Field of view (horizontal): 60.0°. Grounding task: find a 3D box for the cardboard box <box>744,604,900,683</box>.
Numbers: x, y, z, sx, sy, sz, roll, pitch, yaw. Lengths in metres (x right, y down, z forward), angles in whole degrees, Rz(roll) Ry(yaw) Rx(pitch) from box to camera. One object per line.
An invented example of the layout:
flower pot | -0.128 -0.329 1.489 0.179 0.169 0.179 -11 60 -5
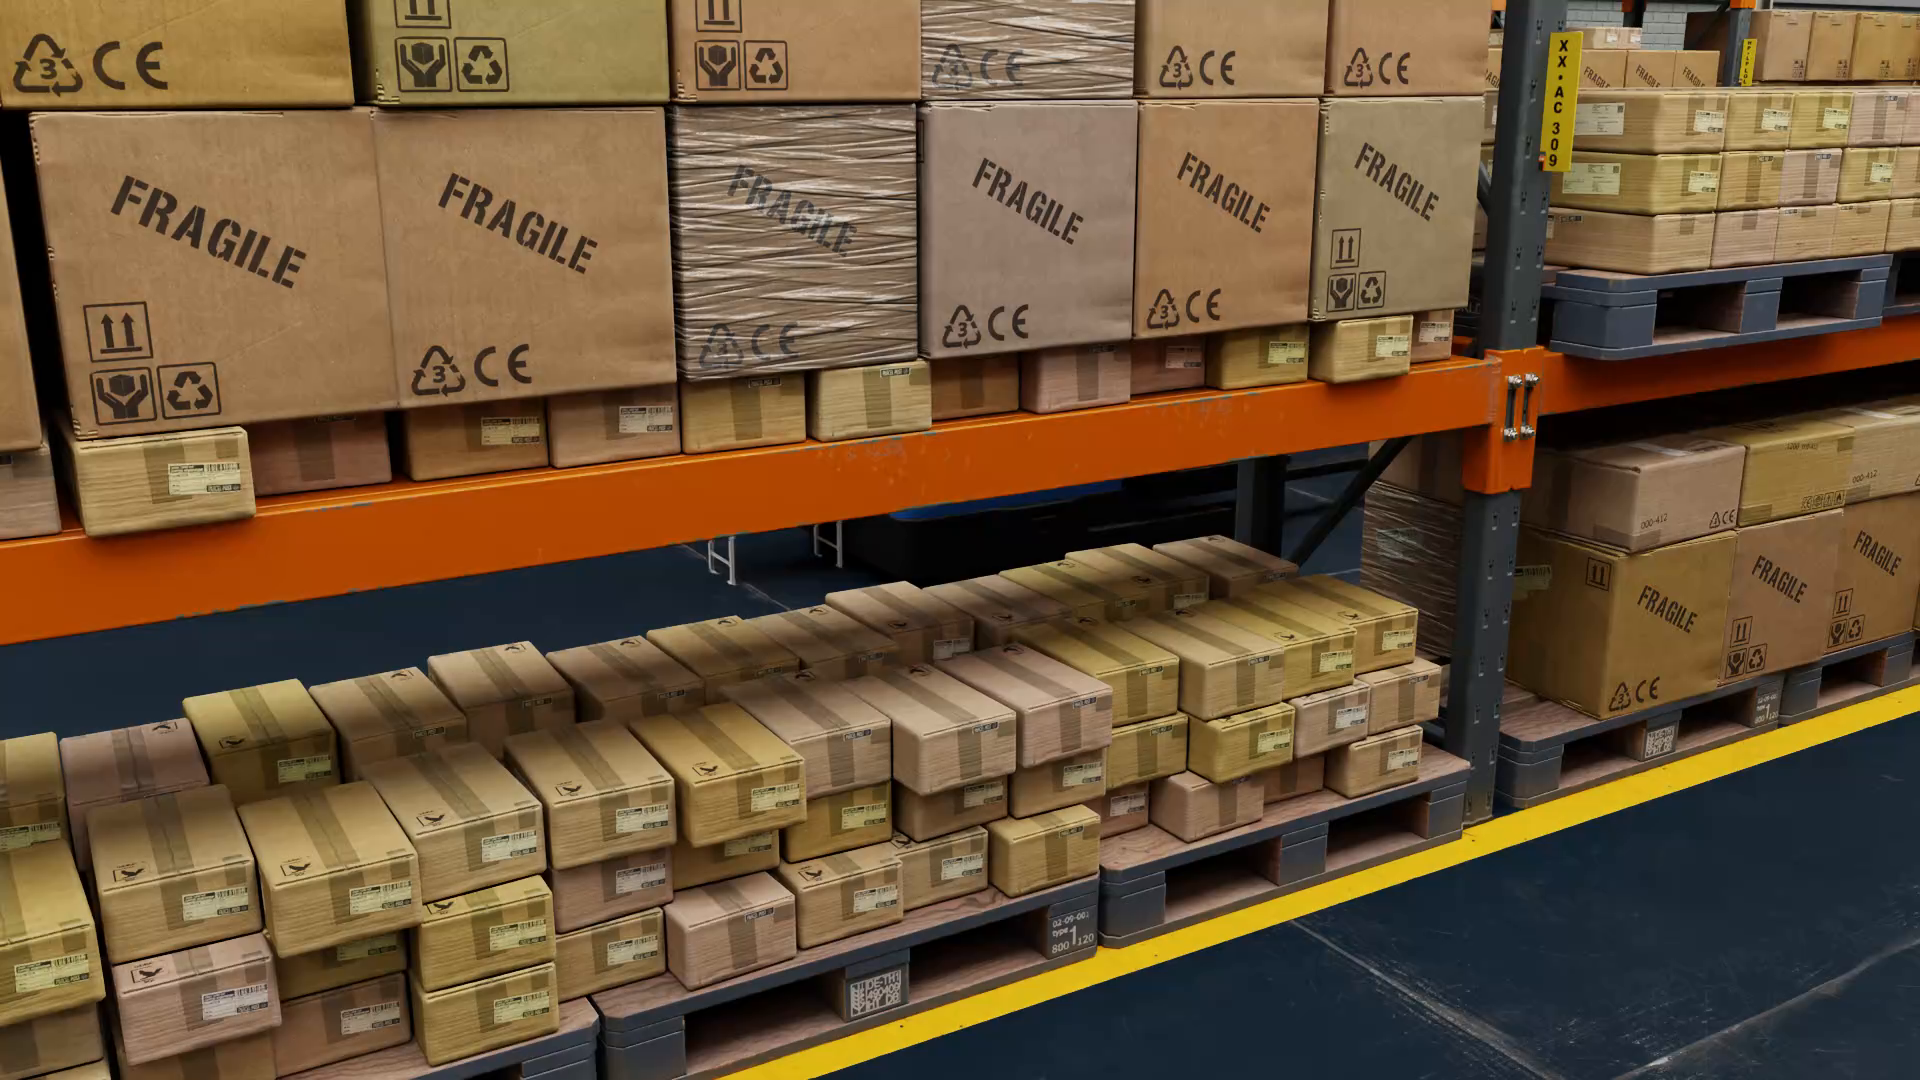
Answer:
cardboard box | -0.353 0.300 4.185 0.250 0.149 0.380 -10 19 -32

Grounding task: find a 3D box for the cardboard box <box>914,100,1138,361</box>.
cardboard box | 0.028 -0.689 3.573 0.500 0.500 0.500 -9 18 -30

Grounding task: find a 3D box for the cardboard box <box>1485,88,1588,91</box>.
cardboard box | 1.643 -1.277 4.992 0.250 0.149 0.380 -10 18 -31

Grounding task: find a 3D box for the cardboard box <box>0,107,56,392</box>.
cardboard box | -1.562 -0.598 3.251 0.500 0.500 0.500 -10 18 -31

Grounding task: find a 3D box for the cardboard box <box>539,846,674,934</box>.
cardboard box | -0.795 0.650 3.485 0.250 0.149 0.380 -10 19 -32

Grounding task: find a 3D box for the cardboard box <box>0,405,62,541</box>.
cardboard box | -1.615 -0.108 2.702 0.250 0.149 0.380 -8 18 -28

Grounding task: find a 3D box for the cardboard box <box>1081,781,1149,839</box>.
cardboard box | 0.262 0.610 4.179 0.250 0.149 0.380 -10 18 -31

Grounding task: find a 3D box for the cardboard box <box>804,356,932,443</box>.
cardboard box | -0.258 -0.322 3.466 0.250 0.149 0.380 -9 18 -29

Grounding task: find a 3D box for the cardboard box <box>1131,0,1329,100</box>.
cardboard box | 0.466 -1.242 3.696 0.500 0.500 0.500 -10 18 -31

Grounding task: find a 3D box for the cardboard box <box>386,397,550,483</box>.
cardboard box | -0.961 -0.233 3.147 0.250 0.149 0.380 -9 18 -30

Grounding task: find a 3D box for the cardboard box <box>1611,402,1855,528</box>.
cardboard box | 2.395 -0.246 5.195 0.500 0.250 0.500 -9 18 -28

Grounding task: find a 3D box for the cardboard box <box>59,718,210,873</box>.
cardboard box | -1.691 0.516 3.415 0.250 0.149 0.380 -9 18 -29

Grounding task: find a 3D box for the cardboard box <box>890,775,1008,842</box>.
cardboard box | -0.096 0.541 3.877 0.250 0.149 0.380 -10 19 -32

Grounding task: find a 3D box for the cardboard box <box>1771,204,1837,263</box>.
cardboard box | 2.195 -0.874 4.657 0.250 0.149 0.380 -9 18 -29

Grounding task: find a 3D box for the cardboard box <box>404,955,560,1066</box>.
cardboard box | -0.978 0.856 3.304 0.250 0.149 0.380 -9 18 -29

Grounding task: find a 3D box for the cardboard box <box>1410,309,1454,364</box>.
cardboard box | 1.046 -0.556 4.300 0.250 0.149 0.380 -9 18 -30

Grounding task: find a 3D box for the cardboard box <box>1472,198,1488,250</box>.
cardboard box | 1.408 -0.953 4.939 0.250 0.149 0.380 -10 18 -31

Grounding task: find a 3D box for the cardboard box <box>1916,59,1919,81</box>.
cardboard box | 7.673 -3.958 13.383 0.500 0.500 0.700 -9 18 -30

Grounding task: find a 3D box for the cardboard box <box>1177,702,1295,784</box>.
cardboard box | 0.617 0.456 4.179 0.250 0.149 0.380 -10 18 -32

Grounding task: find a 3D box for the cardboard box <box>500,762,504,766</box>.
cardboard box | -1.072 0.526 3.930 0.250 0.149 0.380 -9 18 -29

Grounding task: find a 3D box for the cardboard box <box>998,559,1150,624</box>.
cardboard box | 0.310 0.185 4.596 0.250 0.149 0.380 -9 18 -30

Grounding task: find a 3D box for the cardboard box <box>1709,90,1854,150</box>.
cardboard box | 2.201 -1.162 4.582 0.250 0.149 0.380 -9 18 -29

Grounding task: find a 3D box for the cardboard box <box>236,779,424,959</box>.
cardboard box | -1.178 0.604 3.100 0.250 0.149 0.380 -9 18 -30

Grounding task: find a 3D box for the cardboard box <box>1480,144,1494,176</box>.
cardboard box | 1.409 -1.096 4.899 0.250 0.149 0.380 -9 18 -28

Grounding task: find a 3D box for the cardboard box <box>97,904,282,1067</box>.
cardboard box | -1.414 0.774 3.043 0.250 0.149 0.380 -9 18 -30

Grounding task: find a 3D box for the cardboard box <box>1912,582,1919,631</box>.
cardboard box | 3.277 -0.025 5.794 0.500 0.500 0.500 -10 19 -32

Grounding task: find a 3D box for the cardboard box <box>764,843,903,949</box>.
cardboard box | -0.326 0.739 3.720 0.250 0.149 0.380 -9 18 -30

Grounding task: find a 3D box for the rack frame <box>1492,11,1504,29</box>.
rack frame | 6.261 -4.718 18.683 0.127 3.000 1.000 -9 18 -30

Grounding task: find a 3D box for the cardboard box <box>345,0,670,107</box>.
cardboard box | -0.851 -1.027 2.928 0.500 0.500 0.500 -10 18 -31

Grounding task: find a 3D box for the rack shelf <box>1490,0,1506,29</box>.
rack shelf | 4.546 -5.538 17.383 4.000 0.370 1.077 -9 18 -30

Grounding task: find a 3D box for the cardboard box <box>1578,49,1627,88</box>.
cardboard box | 4.244 -3.151 11.577 0.500 0.500 0.500 -9 18 -28

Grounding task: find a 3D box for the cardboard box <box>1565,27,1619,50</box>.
cardboard box | 4.305 -3.461 11.483 0.250 0.149 0.380 -10 19 -32

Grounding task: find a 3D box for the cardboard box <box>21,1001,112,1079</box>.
cardboard box | -1.645 0.957 2.942 0.250 0.149 0.380 -9 18 -29

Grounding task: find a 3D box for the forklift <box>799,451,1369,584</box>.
forklift | 0.808 -1.508 7.358 3.031 2.935 1.130 -9 18 -30

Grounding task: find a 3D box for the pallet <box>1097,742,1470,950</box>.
pallet | 0.612 0.674 4.616 1.213 0.211 1.003 -9 18 -30

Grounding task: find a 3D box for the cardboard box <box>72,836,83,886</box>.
cardboard box | -1.953 0.673 3.403 0.250 0.149 0.380 -10 18 -31

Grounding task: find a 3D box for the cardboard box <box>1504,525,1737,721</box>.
cardboard box | 1.940 0.189 5.030 0.500 0.500 0.500 -8 18 -28

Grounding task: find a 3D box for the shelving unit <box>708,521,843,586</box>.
shelving unit | -0.769 -0.453 6.804 0.503 1.200 0.258 -9 18 -30

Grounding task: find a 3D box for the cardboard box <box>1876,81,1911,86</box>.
cardboard box | 7.190 -3.419 13.312 0.500 0.500 0.500 -9 18 -29

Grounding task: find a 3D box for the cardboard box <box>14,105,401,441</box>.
cardboard box | -1.286 -0.485 2.845 0.500 0.500 0.500 -9 18 -30

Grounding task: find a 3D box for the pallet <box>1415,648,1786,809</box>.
pallet | 1.836 0.464 5.365 1.213 0.211 1.003 -9 18 -30

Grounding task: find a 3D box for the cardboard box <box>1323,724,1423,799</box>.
cardboard box | 1.009 0.533 4.454 0.250 0.149 0.380 -9 18 -29

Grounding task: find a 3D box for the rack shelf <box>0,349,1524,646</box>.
rack shelf | -0.545 -0.146 3.707 4.000 0.370 1.077 -9 18 -30

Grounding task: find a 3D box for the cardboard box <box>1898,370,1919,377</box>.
cardboard box | 3.720 -0.458 5.950 0.500 0.250 0.500 -9 18 -29

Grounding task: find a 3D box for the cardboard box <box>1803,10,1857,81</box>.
cardboard box | 6.329 -3.764 12.690 0.500 0.500 0.700 -9 18 -29

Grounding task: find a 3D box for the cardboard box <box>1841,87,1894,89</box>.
cardboard box | 2.977 -1.492 5.760 0.250 0.149 0.380 -9 18 -28

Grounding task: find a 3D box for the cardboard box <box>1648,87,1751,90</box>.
cardboard box | 2.303 -1.382 5.368 0.250 0.149 0.380 -10 18 -32

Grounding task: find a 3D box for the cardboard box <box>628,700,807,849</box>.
cardboard box | -0.517 0.488 3.514 0.250 0.149 0.380 -9 18 -29

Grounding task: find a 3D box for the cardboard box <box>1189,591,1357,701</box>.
cardboard box | 0.800 0.268 4.299 0.250 0.149 0.380 -9 18 -29

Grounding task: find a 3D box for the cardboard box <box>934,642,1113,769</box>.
cardboard box | 0.143 0.381 3.894 0.250 0.149 0.380 -10 19 -32

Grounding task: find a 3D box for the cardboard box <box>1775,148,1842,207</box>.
cardboard box | 2.187 -1.016 4.613 0.250 0.149 0.380 -9 18 -28

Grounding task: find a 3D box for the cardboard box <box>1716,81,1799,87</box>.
cardboard box | 5.912 -3.202 12.539 0.500 0.500 0.500 -9 18 -30

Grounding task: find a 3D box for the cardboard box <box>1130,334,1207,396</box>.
cardboard box | 0.365 -0.451 3.928 0.250 0.149 0.380 -10 18 -31

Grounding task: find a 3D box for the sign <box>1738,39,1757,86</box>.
sign | 5.680 -3.443 11.991 0.005 0.325 0.100 -9 18 -30

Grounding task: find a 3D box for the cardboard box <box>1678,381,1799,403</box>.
cardboard box | 2.571 -0.437 5.877 0.500 0.250 0.500 -10 19 -32

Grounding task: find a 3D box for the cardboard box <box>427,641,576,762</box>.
cardboard box | -1.078 0.379 3.903 0.250 0.149 0.380 -8 18 -28
